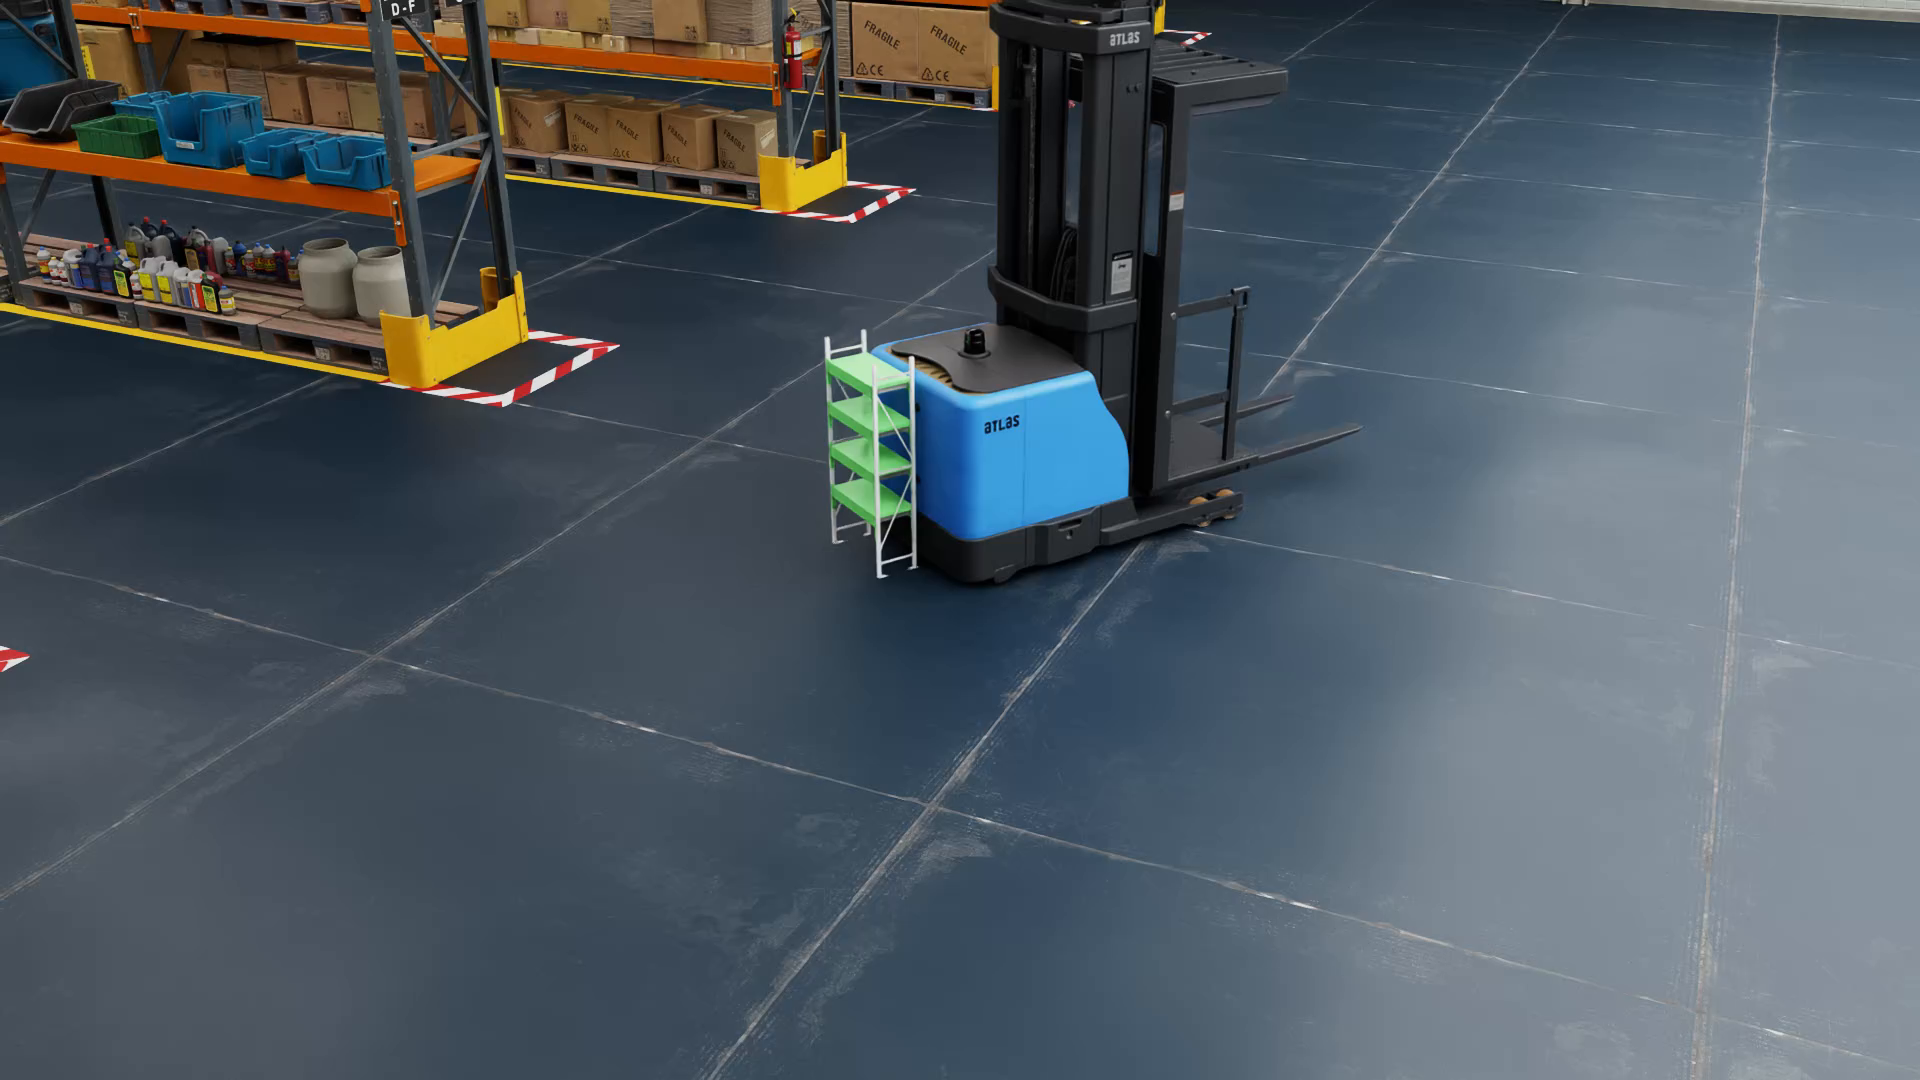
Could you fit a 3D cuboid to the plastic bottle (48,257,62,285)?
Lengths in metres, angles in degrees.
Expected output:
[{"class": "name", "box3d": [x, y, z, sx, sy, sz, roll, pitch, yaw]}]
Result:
[{"class": "plastic bottle", "box3d": [-6.907, -2.061, 12.711, 0.097, 0.201, 0.097, 0, 26, 0]}]

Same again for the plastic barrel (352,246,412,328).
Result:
[{"class": "plastic barrel", "box3d": [-4.097, -1.803, 11.857, 0.421, 0.512, 0.421, 0, 26, 0]}]

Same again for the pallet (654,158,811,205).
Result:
[{"class": "pallet", "box3d": [-2.211, -3.558, 16.238, 1.213, 0.211, 1.003, 11, 28, 22]}]

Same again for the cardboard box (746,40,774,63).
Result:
[{"class": "cardboard box", "box3d": [-1.761, -4.489, 15.257, 0.250, 0.149, 0.380, 11, 28, 22]}]

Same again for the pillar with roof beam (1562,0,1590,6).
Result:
[{"class": "pillar with roof beam", "box3d": [8.156, -10.967, 21.338, 0.400, 9.000, 9.100, 11, 28, 22]}]

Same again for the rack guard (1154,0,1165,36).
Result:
[{"class": "rack guard", "box3d": [2.616, -7.510, 23.937, 0.348, 0.500, 1.175, 11, 28, 22]}]

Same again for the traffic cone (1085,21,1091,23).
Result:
[{"class": "traffic cone", "box3d": [1.760, -7.039, 23.024, 0.334, 0.463, 0.336, 11, 28, 22]}]

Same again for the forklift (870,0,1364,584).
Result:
[{"class": "forklift", "box3d": [1.015, -1.568, 9.116, 3.031, 2.935, 1.130, -16, 30, -29]}]

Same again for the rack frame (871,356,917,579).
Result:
[{"class": "rack frame", "box3d": [-0.338, -0.362, 8.627, 0.240, 1.200, 0.015, -16, 30, -29]}]

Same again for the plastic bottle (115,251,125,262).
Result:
[{"class": "plastic bottle", "box3d": [-6.363, -2.054, 12.616, 0.097, 0.271, 0.097, 0, 26, 0]}]

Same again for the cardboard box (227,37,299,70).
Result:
[{"class": "cardboard box", "box3d": [-7.590, -5.304, 18.111, 0.500, 0.250, 0.500, 15, 30, 28]}]

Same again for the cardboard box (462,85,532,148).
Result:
[{"class": "cardboard box", "box3d": [-4.710, -4.342, 17.027, 0.500, 0.500, 0.500, 10, 28, 20]}]

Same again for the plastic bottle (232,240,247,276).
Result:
[{"class": "plastic bottle", "box3d": [-5.576, -2.189, 12.892, 0.097, 0.271, 0.097, 0, 26, 0]}]

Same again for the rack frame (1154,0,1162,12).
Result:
[{"class": "rack frame", "box3d": [2.686, -8.617, 23.357, 0.127, 3.000, 1.000, 11, 28, 22]}]

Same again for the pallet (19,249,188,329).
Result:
[{"class": "pallet", "box3d": [-6.514, -1.982, 13.037, 1.213, 0.211, 1.003, 11, 28, 22]}]

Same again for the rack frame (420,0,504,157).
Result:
[{"class": "rack frame", "box3d": [-5.058, -5.364, 16.749, 0.127, 3.000, 1.000, 11, 28, 22]}]

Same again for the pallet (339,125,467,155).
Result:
[{"class": "pallet", "box3d": [-5.767, -4.255, 17.653, 1.213, 0.211, 1.003, 11, 28, 22]}]

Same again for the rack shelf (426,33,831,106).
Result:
[{"class": "rack shelf", "box3d": [-3.237, -4.676, 16.165, 4.000, 0.370, 1.077, 11, 28, 22]}]

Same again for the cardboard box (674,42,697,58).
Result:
[{"class": "cardboard box", "box3d": [-2.459, -4.612, 15.506, 0.250, 0.149, 0.380, 11, 28, 22]}]

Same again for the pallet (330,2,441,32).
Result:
[{"class": "pallet", "box3d": [-5.693, -5.476, 17.194, 1.213, 0.211, 1.003, 11, 28, 22]}]

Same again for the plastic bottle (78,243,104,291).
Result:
[{"class": "plastic bottle", "box3d": [-6.545, -2.067, 12.553, 0.185, 0.351, 0.144, 12, 29, 23]}]

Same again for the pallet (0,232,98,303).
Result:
[{"class": "pallet", "box3d": [-7.839, -2.250, 13.580, 1.213, 0.211, 1.003, 11, 28, 22]}]

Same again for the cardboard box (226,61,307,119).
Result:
[{"class": "cardboard box", "box3d": [-7.571, -4.961, 18.262, 0.500, 0.500, 0.700, 9, 28, 18]}]

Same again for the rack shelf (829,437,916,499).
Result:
[{"class": "rack shelf", "box3d": [-0.470, -0.395, 8.839, 0.258, 0.148, 0.480, -16, 30, -29]}]

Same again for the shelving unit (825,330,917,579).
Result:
[{"class": "shelving unit", "box3d": [-0.470, -0.453, 8.811, 0.258, 1.200, 0.503, -16, 30, -29]}]

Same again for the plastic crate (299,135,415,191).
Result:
[{"class": "plastic crate", "box3d": [-4.046, -2.546, 11.193, 0.616, 0.251, 0.499, 11, 28, 22]}]

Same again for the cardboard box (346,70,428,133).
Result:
[{"class": "cardboard box", "box3d": [-6.034, -4.656, 17.642, 0.500, 0.500, 0.700, 11, 28, 21]}]

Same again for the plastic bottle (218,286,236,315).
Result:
[{"class": "plastic bottle", "box3d": [-5.320, -1.743, 12.064, 0.097, 0.201, 0.097, 0, 26, 0]}]

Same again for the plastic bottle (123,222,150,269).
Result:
[{"class": "plastic bottle", "box3d": [-6.462, -2.322, 13.071, 0.185, 0.351, 0.144, 11, 28, 22]}]

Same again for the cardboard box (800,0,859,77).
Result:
[{"class": "cardboard box", "box3d": [-1.547, -6.269, 20.517, 0.875, 0.875, 0.875, 12, 28, 22]}]

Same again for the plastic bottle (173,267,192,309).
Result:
[{"class": "plastic bottle", "box3d": [-5.664, -1.859, 12.215, 0.135, 0.276, 0.152, 11, 28, 20]}]

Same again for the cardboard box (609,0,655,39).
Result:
[{"class": "cardboard box", "box3d": [-2.848, -5.075, 15.711, 0.500, 0.500, 0.875, 11, 28, 22]}]

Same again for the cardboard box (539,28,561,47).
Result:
[{"class": "cardboard box", "box3d": [-3.838, -4.873, 16.035, 0.250, 0.149, 0.380, 11, 28, 22]}]

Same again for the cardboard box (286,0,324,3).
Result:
[{"class": "cardboard box", "box3d": [-6.674, -5.879, 17.202, 0.637, 0.503, 0.797, 15, 30, 27]}]

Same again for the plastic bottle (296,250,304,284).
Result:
[{"class": "plastic bottle", "box3d": [-4.988, -2.071, 12.652, 0.097, 0.271, 0.097, 0, 26, 0]}]

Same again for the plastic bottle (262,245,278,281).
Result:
[{"class": "plastic bottle", "box3d": [-5.300, -2.134, 12.779, 0.097, 0.271, 0.097, 0, 26, 0]}]

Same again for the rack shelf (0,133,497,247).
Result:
[{"class": "rack shelf", "box3d": [-5.287, -2.684, 12.120, 4.000, 0.370, 1.077, 11, 28, 22]}]

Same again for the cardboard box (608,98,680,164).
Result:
[{"class": "cardboard box", "box3d": [-3.098, -4.038, 16.411, 0.500, 0.500, 0.500, 14, 30, 27]}]

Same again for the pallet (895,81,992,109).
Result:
[{"class": "pallet", "box3d": [-0.032, -5.472, 20.126, 1.213, 0.211, 1.003, 11, 28, 22]}]

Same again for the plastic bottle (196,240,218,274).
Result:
[{"class": "plastic bottle", "box3d": [-5.831, -2.181, 12.861, 0.133, 0.283, 0.061, 11, 28, 22]}]

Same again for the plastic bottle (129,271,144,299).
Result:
[{"class": "plastic bottle", "box3d": [-6.125, -1.904, 12.392, 0.097, 0.201, 0.097, 0, 26, 0]}]

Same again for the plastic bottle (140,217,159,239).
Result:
[{"class": "plastic bottle", "box3d": [-6.402, -2.380, 13.188, 0.185, 0.351, 0.144, 11, 28, 20]}]

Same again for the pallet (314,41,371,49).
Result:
[{"class": "pallet", "box3d": [-8.371, -7.187, 23.610, 1.213, 0.211, 1.003, 11, 28, 22]}]

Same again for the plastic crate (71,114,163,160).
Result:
[{"class": "plastic crate", "box3d": [-5.989, -2.916, 12.016, 0.662, 0.188, 0.450, 11, 28, 22]}]

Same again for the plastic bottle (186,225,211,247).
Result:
[{"class": "plastic bottle", "box3d": [-5.934, -2.286, 12.997, 0.185, 0.351, 0.144, 11, 28, 21]}]

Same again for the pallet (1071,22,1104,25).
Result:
[{"class": "pallet", "box3d": [1.892, -7.543, 24.332, 1.213, 0.211, 1.003, 11, 28, 22]}]

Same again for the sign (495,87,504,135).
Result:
[{"class": "sign", "box3d": [-3.235, -2.986, 11.605, 0.005, 0.325, 0.100, 11, 28, 22]}]

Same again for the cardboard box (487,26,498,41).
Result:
[{"class": "cardboard box", "box3d": [-4.525, -5.006, 16.306, 0.250, 0.149, 0.380, 11, 28, 22]}]

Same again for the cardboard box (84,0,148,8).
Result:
[{"class": "cardboard box", "box3d": [-9.251, -6.131, 18.194, 0.500, 0.500, 0.500, 12, 29, 23]}]

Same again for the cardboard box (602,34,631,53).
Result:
[{"class": "cardboard box", "box3d": [-3.170, -4.721, 15.728, 0.250, 0.149, 0.380, 11, 28, 22]}]

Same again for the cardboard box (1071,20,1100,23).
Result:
[{"class": "cardboard box", "box3d": [1.817, -7.616, 23.961, 0.500, 0.250, 0.500, 11, 28, 22]}]

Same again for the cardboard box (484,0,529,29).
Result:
[{"class": "cardboard box", "box3d": [-4.233, -5.330, 16.229, 0.500, 0.500, 0.875, 11, 28, 22]}]

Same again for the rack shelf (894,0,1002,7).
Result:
[{"class": "rack shelf", "box3d": [-1.092, -6.652, 20.179, 4.000, 0.370, 1.077, 11, 28, 22]}]
